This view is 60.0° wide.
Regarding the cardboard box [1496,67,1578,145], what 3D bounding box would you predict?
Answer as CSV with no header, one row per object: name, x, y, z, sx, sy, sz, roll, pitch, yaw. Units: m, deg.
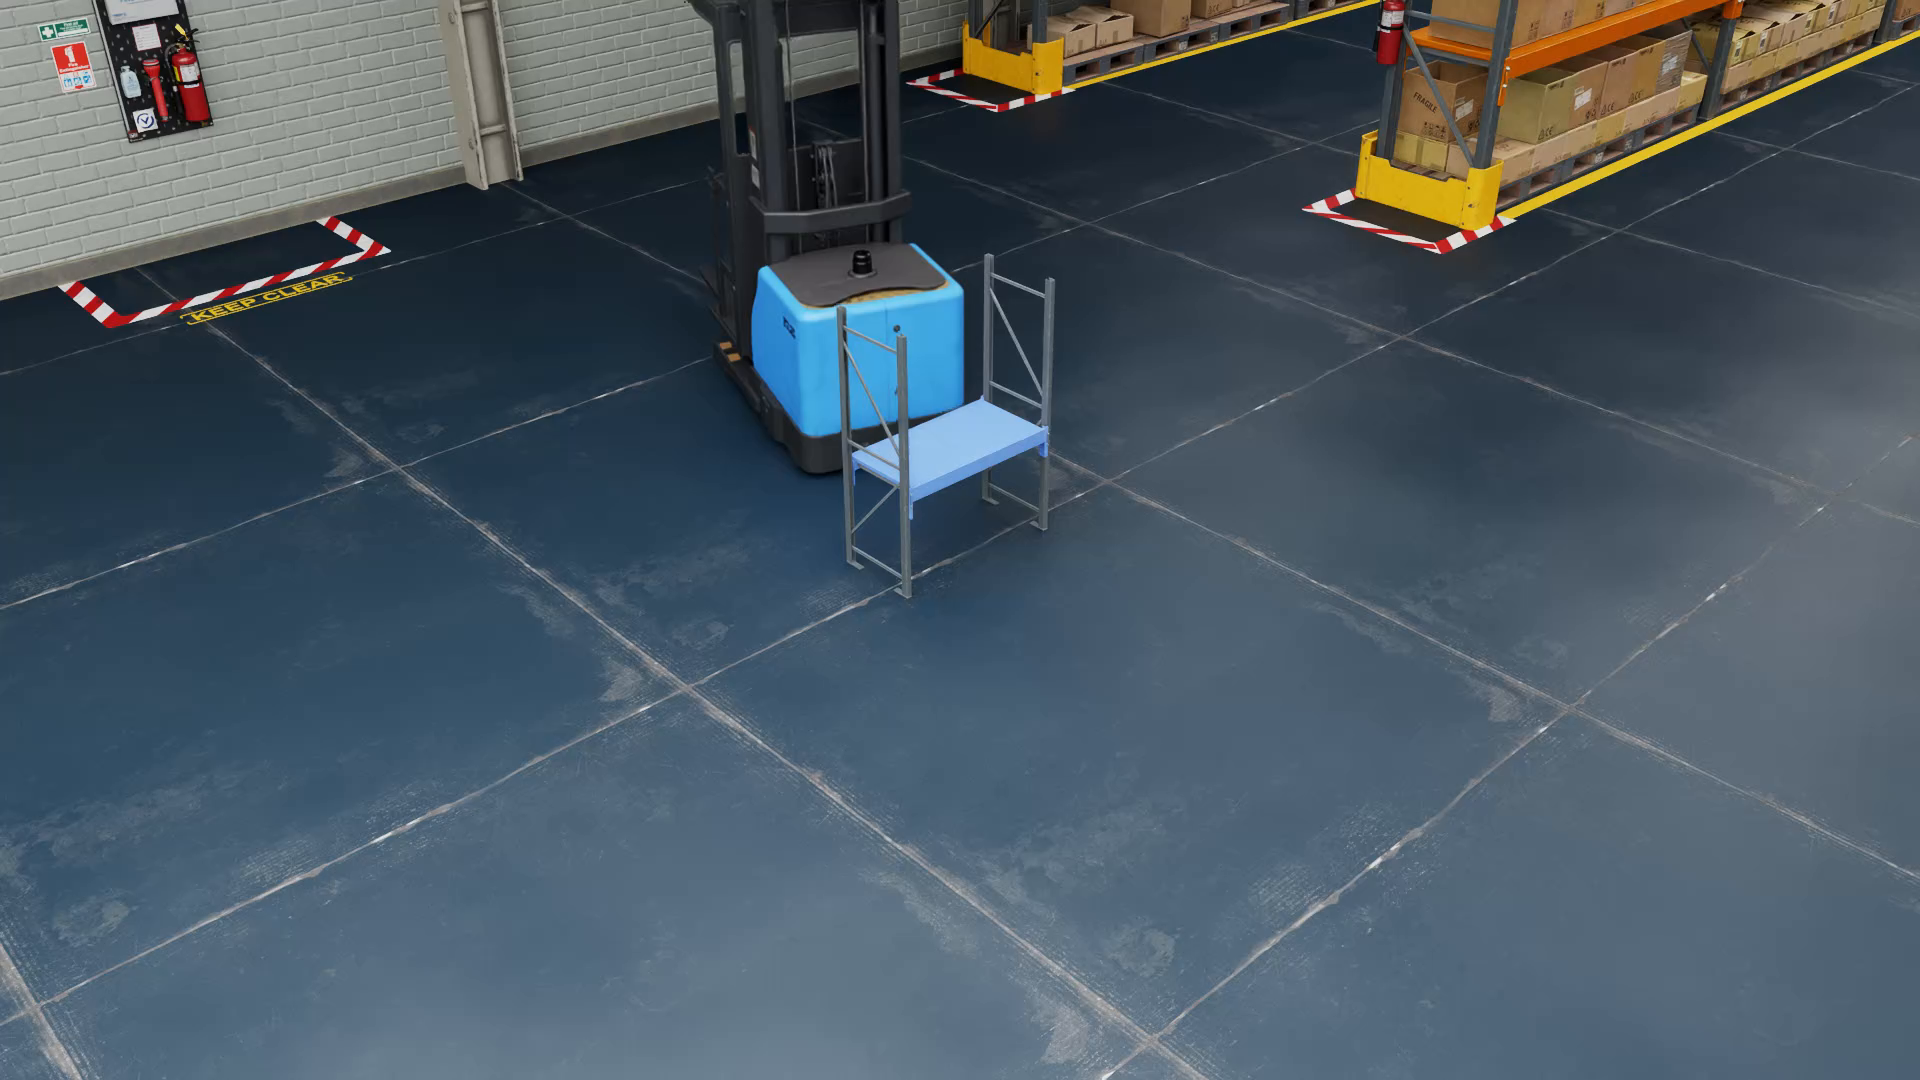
cardboard box,4.749,-3.641,13.844,0.500,0.500,0.500,-26,40,-35

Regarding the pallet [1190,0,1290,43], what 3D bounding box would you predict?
pallet,2.933,-5.903,18.701,1.213,0.211,1.003,-26,40,-35

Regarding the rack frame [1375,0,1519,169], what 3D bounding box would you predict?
rack frame,3.839,-4.032,12.968,0.127,3.000,1.000,-26,40,-35

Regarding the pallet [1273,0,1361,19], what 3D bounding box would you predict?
pallet,3.971,-6.432,19.566,1.213,0.211,1.003,-26,40,-35

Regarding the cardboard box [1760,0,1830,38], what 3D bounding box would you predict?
cardboard box,8.371,-5.293,16.727,0.500,0.311,0.500,-25,39,-34

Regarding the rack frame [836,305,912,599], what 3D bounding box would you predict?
rack frame,-0.435,-0.429,8.514,0.032,1.500,0.500,-26,40,-35

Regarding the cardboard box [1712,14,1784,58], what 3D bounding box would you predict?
cardboard box,7.615,-4.923,16.121,0.500,0.311,0.500,-26,40,-36

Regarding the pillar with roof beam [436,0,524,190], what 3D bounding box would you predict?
pillar with roof beam,-1.079,-5.289,9.274,0.400,9.000,9.100,-26,40,-35

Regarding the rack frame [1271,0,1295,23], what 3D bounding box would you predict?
rack frame,3.401,-7.344,18.386,0.127,3.000,1.000,-26,40,-35

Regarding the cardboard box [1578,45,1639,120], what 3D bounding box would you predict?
cardboard box,5.485,-3.994,14.421,0.500,0.500,0.500,-26,40,-35

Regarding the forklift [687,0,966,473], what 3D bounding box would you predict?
forklift,-1.002,-2.396,10.359,1.130,2.935,3.031,-12,34,-19

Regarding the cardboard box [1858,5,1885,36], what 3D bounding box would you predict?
cardboard box,9.485,-5.596,17.759,0.500,0.250,0.500,-25,39,-34

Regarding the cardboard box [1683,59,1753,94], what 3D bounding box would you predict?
cardboard box,7.236,-4.505,15.975,0.500,0.250,0.500,-27,40,-37

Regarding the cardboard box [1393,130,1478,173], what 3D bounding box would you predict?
cardboard box,4.031,-3.341,14.072,0.500,0.250,0.500,-26,40,-35

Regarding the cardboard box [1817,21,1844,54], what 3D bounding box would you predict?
cardboard box,8.739,-5.234,17.168,0.500,0.250,0.500,-25,39,-34

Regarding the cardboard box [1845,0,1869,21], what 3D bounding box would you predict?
cardboard box,9.112,-5.648,17.307,0.500,0.311,0.500,-27,40,-36

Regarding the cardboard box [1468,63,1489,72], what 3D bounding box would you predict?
cardboard box,4.753,-4.022,14.467,0.500,0.500,0.500,-26,40,-35

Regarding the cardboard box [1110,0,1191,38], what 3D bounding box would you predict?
cardboard box,2.027,-5.701,17.673,0.700,0.500,0.500,26,40,36

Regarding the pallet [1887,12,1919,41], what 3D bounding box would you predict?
pallet,10.278,-5.930,18.746,1.213,0.211,1.003,-26,40,-35

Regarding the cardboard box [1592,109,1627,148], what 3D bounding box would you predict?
cardboard box,5.484,-3.675,14.617,0.500,0.250,0.500,-26,40,-35

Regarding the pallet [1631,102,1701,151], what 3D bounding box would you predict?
pallet,6.160,-3.995,15.581,1.213,0.211,1.003,-26,40,-35

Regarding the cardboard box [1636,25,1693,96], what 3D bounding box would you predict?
cardboard box,6.206,-4.356,15.012,0.500,0.500,0.500,-26,40,-35

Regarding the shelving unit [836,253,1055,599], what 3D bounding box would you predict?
shelving unit,-0.063,-0.610,8.809,1.048,1.500,0.538,-26,40,-35

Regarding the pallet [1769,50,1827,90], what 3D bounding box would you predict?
pallet,8.181,-4.972,17.179,1.213,0.211,1.003,-26,40,-35

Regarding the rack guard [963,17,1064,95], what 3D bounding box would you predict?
rack guard,0.524,-4.886,16.761,0.348,0.500,1.175,-26,40,-35

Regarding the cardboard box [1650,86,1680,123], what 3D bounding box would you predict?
cardboard box,6.207,-4.035,15.207,0.500,0.250,0.500,-26,40,-35

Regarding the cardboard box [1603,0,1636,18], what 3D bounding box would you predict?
cardboard box,5.323,-4.786,14.105,0.500,0.500,0.700,-24,39,-34

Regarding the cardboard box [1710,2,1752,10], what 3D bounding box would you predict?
cardboard box,7.619,-5.313,16.758,0.500,0.311,0.500,-26,40,-36

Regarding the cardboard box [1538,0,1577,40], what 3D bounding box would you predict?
cardboard box,4.572,-4.423,13.513,0.500,0.500,0.700,-25,39,-34

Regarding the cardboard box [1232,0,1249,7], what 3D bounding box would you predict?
cardboard box,3.029,-6.122,18.681,0.380,0.166,0.250,23,38,33

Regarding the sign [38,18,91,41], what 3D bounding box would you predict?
sign,-6.311,-3.598,11.716,0.331,0.109,0.001,-26,40,-35

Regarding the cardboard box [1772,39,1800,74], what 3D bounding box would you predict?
cardboard box,7.990,-4.871,16.573,0.500,0.250,0.500,-27,41,-37

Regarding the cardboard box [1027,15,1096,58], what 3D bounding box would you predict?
cardboard box,1.037,-5.177,16.997,0.500,0.311,0.500,24,39,34

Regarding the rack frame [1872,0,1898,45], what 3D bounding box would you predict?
rack frame,9.705,-6.870,17.609,0.127,3.000,1.000,-26,40,-35

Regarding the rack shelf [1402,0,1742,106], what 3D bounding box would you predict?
rack shelf,5.305,-4.434,14.316,4.000,0.370,1.077,-26,40,-35

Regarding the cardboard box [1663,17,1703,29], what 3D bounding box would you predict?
cardboard box,6.874,-4.949,16.164,0.500,0.311,0.500,-26,40,-35

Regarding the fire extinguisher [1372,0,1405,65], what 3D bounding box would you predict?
fire extinguisher,3.436,-4.135,13.211,0.183,0.674,0.296,-26,40,-35

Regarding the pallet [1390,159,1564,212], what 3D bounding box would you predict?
pallet,4.371,-3.130,14.166,1.213,0.211,1.003,-26,40,-35

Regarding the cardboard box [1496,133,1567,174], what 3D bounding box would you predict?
cardboard box,4.748,-3.322,14.040,0.500,0.250,0.500,-26,40,-35
